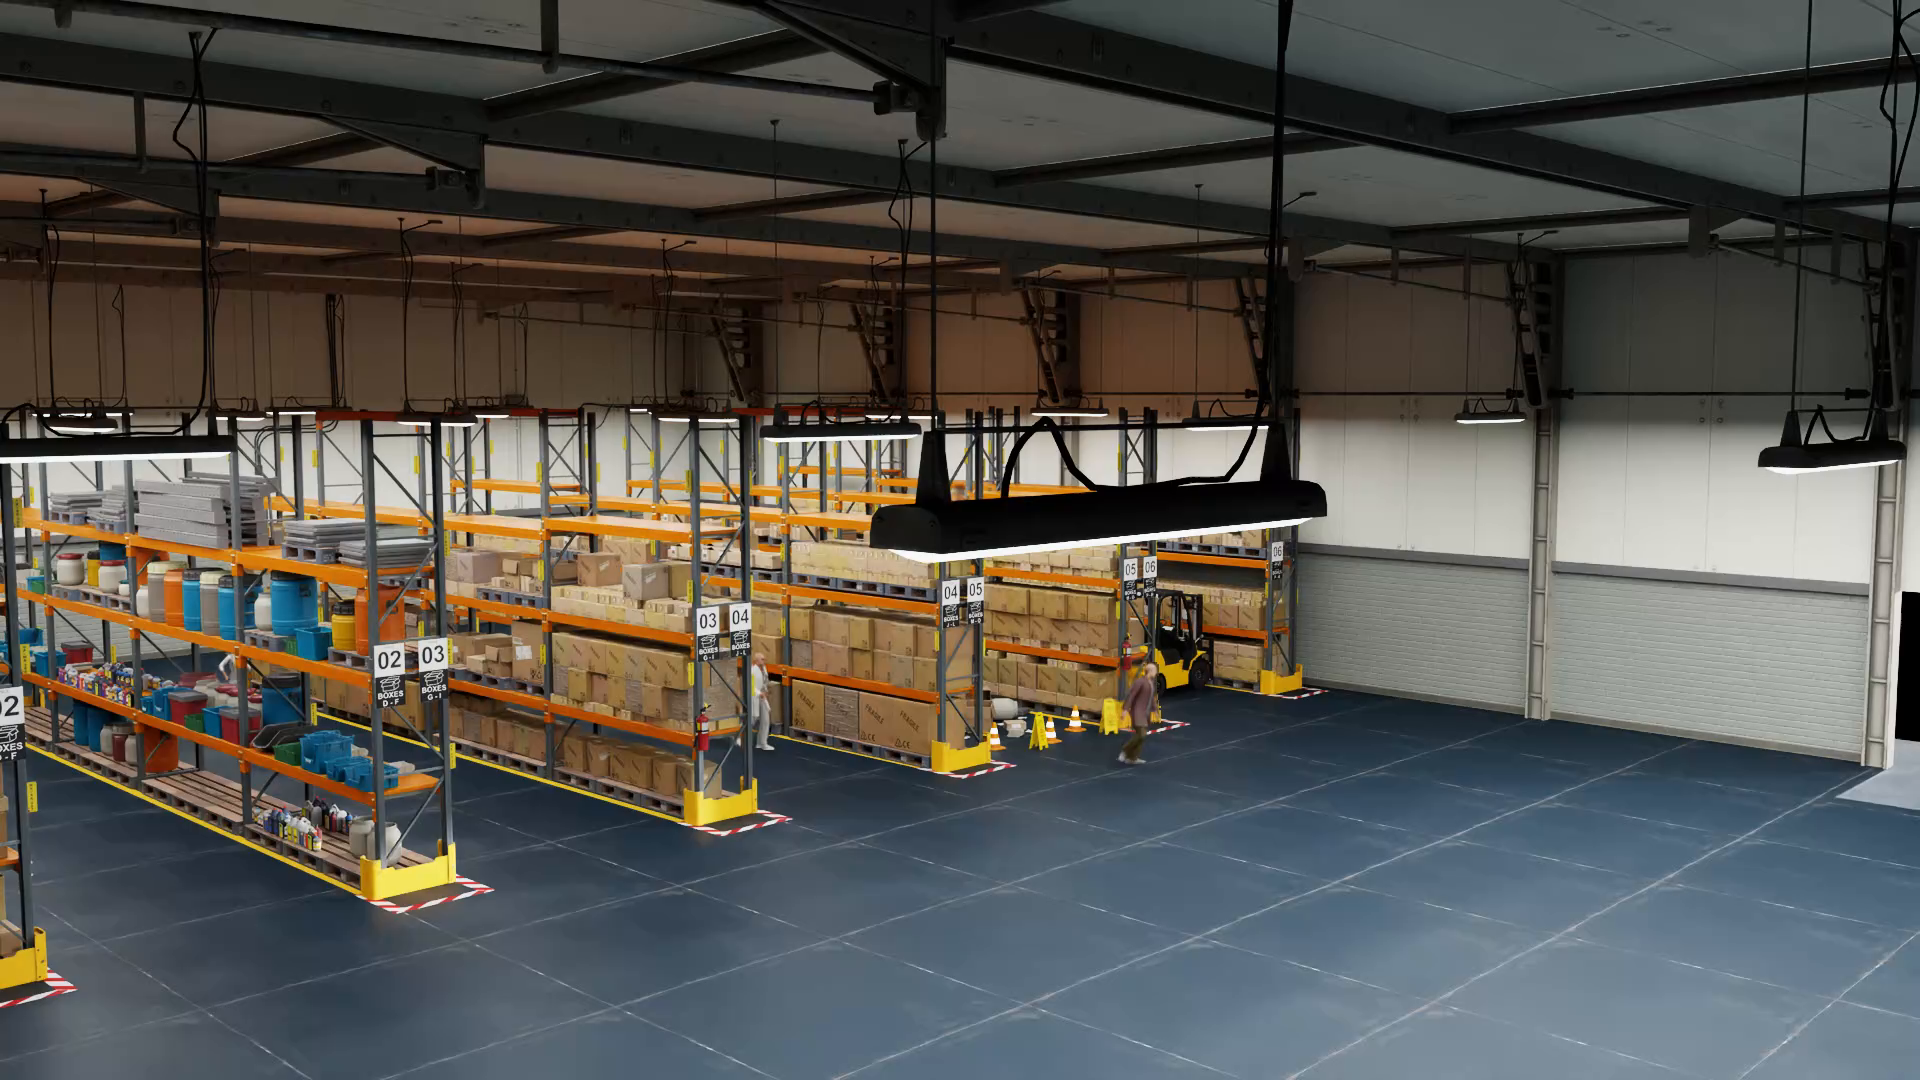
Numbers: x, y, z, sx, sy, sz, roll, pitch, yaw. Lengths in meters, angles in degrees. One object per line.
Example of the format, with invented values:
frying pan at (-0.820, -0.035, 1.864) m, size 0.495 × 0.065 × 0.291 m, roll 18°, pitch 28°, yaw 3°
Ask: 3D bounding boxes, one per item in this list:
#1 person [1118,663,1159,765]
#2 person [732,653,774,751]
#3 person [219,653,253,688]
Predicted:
person at (3.039, 2.962, 28.311) m, size 0.557 × 1.746 × 0.744 m, roll 3°, pitch 6°, yaw 34°
person at (-3.708, 2.854, 29.520) m, size 0.933 × 1.741 × 0.699 m, roll 3°, pitch 6°, yaw 33°
person at (-13.712, 2.765, 31.579) m, size 0.888 × 1.494 × 0.543 m, roll 4°, pitch 6°, yaw 37°
